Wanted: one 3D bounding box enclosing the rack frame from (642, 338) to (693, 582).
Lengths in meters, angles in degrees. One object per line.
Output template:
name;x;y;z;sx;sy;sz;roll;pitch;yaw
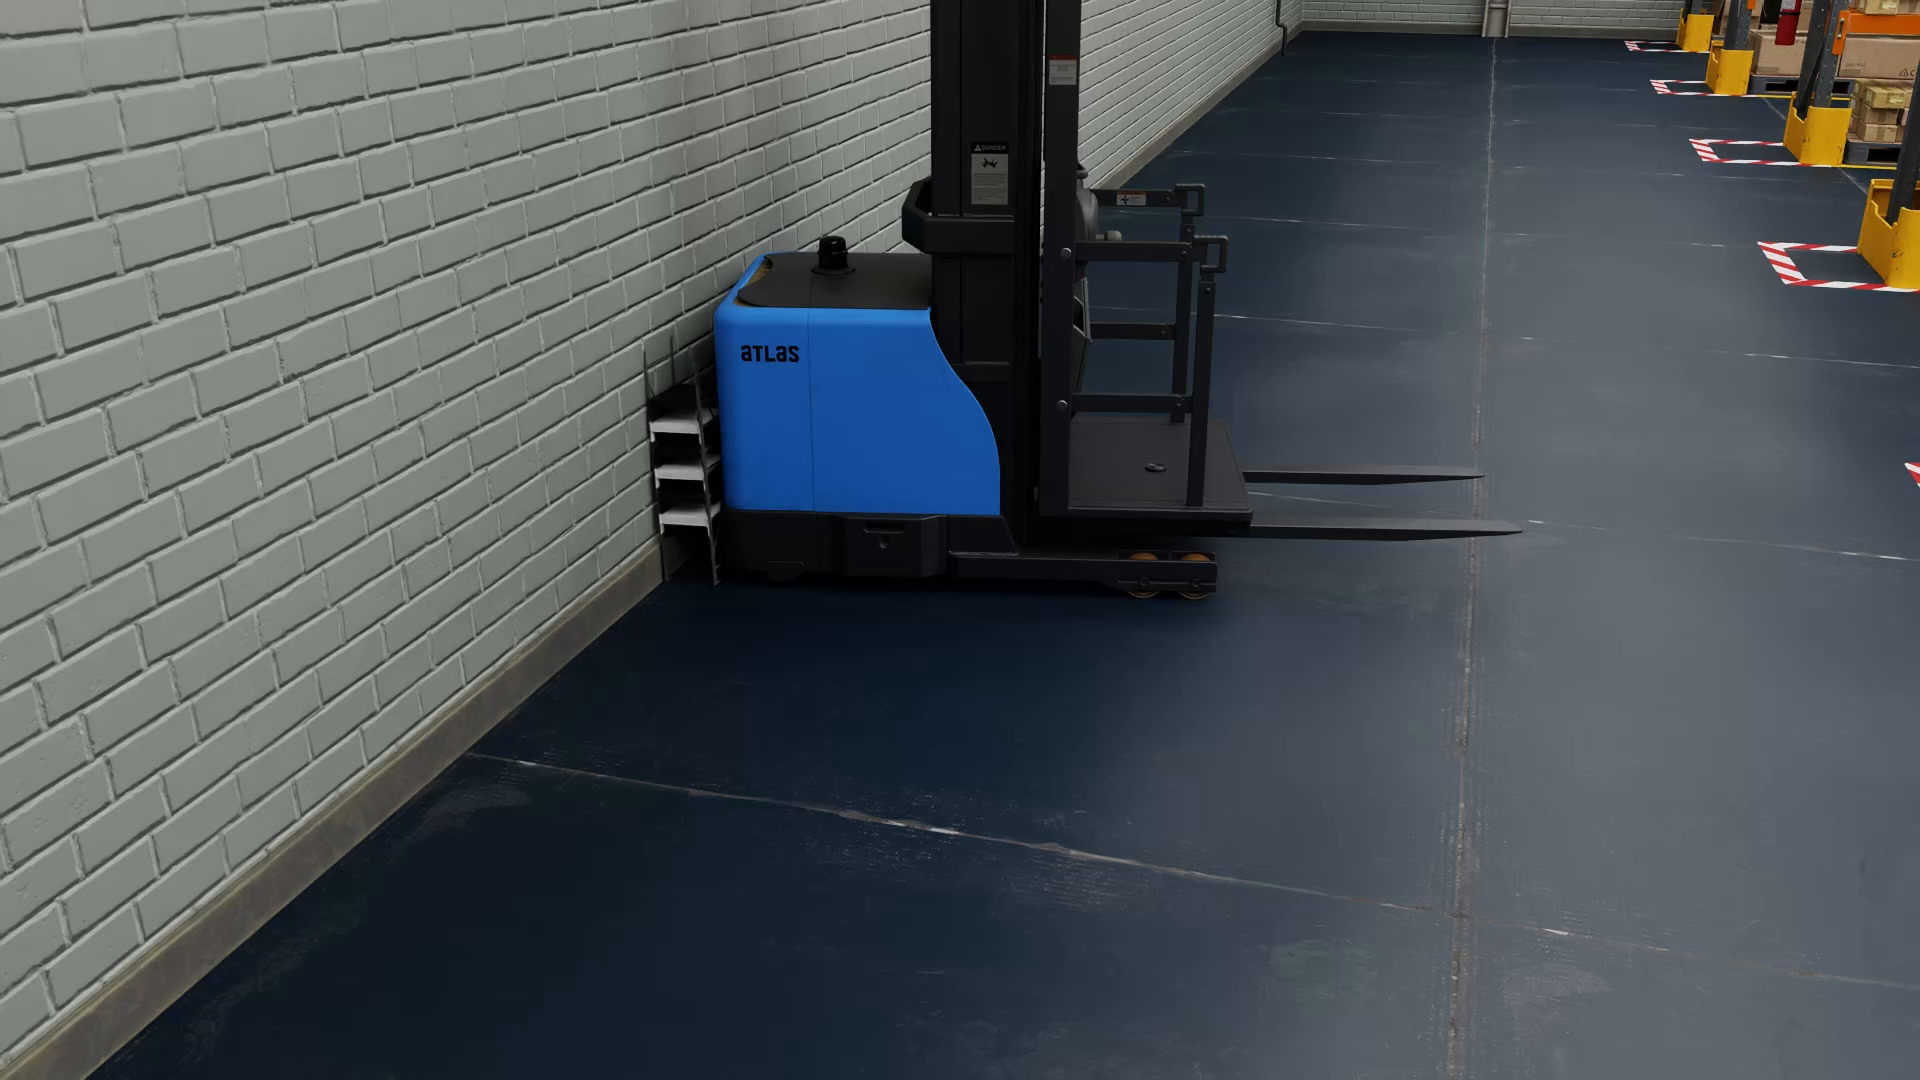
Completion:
rack frame;-1.110;-0.302;6.328;0.006;0.900;0.240;3;20;16

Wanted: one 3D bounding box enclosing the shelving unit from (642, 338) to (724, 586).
shelving unit;-1.013;-0.296;6.300;0.210;0.900;0.258;3;20;16

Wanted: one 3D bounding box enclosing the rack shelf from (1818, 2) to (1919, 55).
rack shelf;9.801;-4.447;14.608;4.000;0.370;1.077;7;23;16

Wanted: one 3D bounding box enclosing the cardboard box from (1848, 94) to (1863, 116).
cardboard box;8.474;-4.058;15.522;0.250;0.149;0.380;6;23;14

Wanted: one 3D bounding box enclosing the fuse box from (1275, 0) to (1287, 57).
fuse box;4.561;-7.570;22.970;0.414;1.711;0.539;7;23;16

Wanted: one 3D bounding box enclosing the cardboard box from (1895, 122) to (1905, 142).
cardboard box;8.570;-3.702;15.046;0.250;0.149;0.380;6;23;15

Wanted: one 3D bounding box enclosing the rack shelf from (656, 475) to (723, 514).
rack shelf;-1.008;-0.179;6.340;0.200;0.077;0.258;3;20;16

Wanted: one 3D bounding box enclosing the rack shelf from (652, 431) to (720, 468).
rack shelf;-1.015;-0.349;6.281;0.200;0.077;0.258;3;20;16

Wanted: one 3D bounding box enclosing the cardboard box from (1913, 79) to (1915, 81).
cardboard box;8.975;-4.153;15.362;0.250;0.149;0.380;6;23;14

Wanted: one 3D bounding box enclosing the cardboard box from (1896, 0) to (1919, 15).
cardboard box;8.357;-4.716;14.645;0.250;0.149;0.380;7;23;17

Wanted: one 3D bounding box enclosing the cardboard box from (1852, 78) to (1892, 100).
cardboard box;8.466;-4.184;15.437;0.250;0.149;0.380;7;23;16

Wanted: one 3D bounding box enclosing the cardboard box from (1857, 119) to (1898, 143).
cardboard box;8.295;-3.701;15.043;0.250;0.149;0.380;7;23;17

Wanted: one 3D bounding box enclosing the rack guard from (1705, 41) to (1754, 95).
rack guard;9.196;-5.655;19.898;0.348;0.500;1.175;7;23;16

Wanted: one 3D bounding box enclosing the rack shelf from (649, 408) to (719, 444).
rack shelf;-1.018;-0.434;6.252;0.200;0.077;0.258;3;20;16

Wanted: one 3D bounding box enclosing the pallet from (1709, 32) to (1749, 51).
pallet;11.486;-7.227;24.111;1.213;0.211;1.003;7;23;16

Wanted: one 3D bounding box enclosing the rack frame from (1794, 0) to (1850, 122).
rack frame;7.886;-4.999;15.006;0.127;3.000;1.000;7;23;16

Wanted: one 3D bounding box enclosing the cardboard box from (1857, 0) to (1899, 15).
cardboard box;8.102;-4.729;14.676;0.250;0.149;0.380;6;23;15

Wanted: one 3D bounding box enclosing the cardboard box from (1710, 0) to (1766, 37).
cardboard box;11.208;-7.551;23.961;0.637;0.503;0.797;6;23;13

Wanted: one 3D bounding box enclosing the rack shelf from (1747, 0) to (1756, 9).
rack shelf;11.134;-6.257;19.019;4.000;0.370;1.077;7;23;16

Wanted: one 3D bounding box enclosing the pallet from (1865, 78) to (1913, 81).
pallet;11.172;-5.325;19.474;1.213;0.211;1.003;7;23;16

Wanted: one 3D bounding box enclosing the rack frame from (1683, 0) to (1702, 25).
rack frame;10.650;-8.613;23.815;0.127;3.000;1.000;7;23;16

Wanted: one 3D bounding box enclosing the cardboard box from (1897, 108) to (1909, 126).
cardboard box;8.560;-3.811;14.920;0.250;0.149;0.380;6;23;15

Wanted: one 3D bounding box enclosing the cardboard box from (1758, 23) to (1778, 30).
cardboard box;11.603;-7.326;23.881;0.250;0.149;0.380;6;23;13

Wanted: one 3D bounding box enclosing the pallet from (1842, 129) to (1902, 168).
pallet;8.727;-3.599;15.266;1.213;0.211;1.003;7;23;16

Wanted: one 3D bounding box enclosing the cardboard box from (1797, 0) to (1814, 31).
cardboard box;12.015;-7.441;23.699;0.500;0.500;0.700;8;23;18

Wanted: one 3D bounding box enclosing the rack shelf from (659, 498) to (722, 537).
rack shelf;-1.004;-0.094;6.369;0.200;0.077;0.258;3;20;16

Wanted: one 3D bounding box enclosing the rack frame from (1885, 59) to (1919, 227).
rack frame;6.357;-3.208;10.639;0.127;3.000;1.000;7;23;16

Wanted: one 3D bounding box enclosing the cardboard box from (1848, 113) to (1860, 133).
cardboard box;8.450;-3.893;15.511;0.250;0.149;0.380;7;23;16

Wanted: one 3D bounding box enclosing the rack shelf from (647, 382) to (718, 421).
rack shelf;-1.022;-0.519;6.223;0.200;0.077;0.258;3;20;16

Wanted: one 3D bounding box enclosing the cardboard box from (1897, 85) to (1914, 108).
cardboard box;8.588;-3.983;14.946;0.250;0.149;0.380;7;23;16

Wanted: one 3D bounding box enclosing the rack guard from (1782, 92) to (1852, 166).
rack guard;7.959;-3.835;15.460;0.348;0.500;1.175;7;23;16

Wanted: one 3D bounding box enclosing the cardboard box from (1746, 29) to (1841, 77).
cardboard box;9.880;-5.782;19.736;0.875;0.438;0.875;6;23;14

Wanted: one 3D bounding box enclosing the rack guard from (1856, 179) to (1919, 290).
rack guard;6.334;-2.055;11.120;0.348;0.500;1.175;7;23;16

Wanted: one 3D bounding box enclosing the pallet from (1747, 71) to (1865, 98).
pallet;10.007;-5.460;19.802;1.213;0.211;1.003;7;23;16

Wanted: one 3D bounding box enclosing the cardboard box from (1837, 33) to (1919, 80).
cardboard box;10.759;-5.685;19.499;0.875;0.438;0.875;7;23;17

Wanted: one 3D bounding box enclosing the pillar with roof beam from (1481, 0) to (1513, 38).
pillar with roof beam;7.085;-10.447;20.382;0.400;9.000;9.100;7;23;16

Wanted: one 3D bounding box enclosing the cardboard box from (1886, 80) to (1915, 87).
cardboard box;8.690;-4.136;15.319;0.250;0.149;0.380;7;23;17

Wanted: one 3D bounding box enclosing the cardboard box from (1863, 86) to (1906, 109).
cardboard box;8.290;-3.969;14.913;0.250;0.149;0.380;5;23;13

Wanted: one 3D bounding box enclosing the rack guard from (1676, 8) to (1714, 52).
rack guard;10.722;-7.448;24.269;0.348;0.500;1.175;7;23;16

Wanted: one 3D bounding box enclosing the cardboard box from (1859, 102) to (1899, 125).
cardboard box;8.314;-3.862;15.043;0.250;0.149;0.380;8;23;18

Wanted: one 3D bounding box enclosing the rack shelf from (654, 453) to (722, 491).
rack shelf;-1.011;-0.264;6.311;0.200;0.077;0.258;3;20;16

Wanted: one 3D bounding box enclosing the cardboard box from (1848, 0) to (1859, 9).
cardboard box;8.280;-4.950;15.217;0.250;0.149;0.380;7;23;16

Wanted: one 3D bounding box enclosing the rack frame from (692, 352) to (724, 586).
rack frame;-0.915;-0.290;6.271;0.006;0.900;0.240;3;20;16

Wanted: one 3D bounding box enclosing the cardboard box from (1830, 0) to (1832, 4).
cardboard box;12.492;-7.347;23.469;0.500;0.500;0.500;7;23;17

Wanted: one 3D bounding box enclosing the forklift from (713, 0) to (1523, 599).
forklift;0.628;-1.342;6.180;3.031;2.935;1.130;1;22;3

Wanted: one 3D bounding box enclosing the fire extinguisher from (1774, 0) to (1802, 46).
fire extinguisher;7.778;-4.986;15.567;0.183;0.674;0.296;7;23;16

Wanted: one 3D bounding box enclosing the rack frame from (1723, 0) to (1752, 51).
rack frame;9.219;-6.809;19.417;0.127;3.000;1.000;7;23;16
